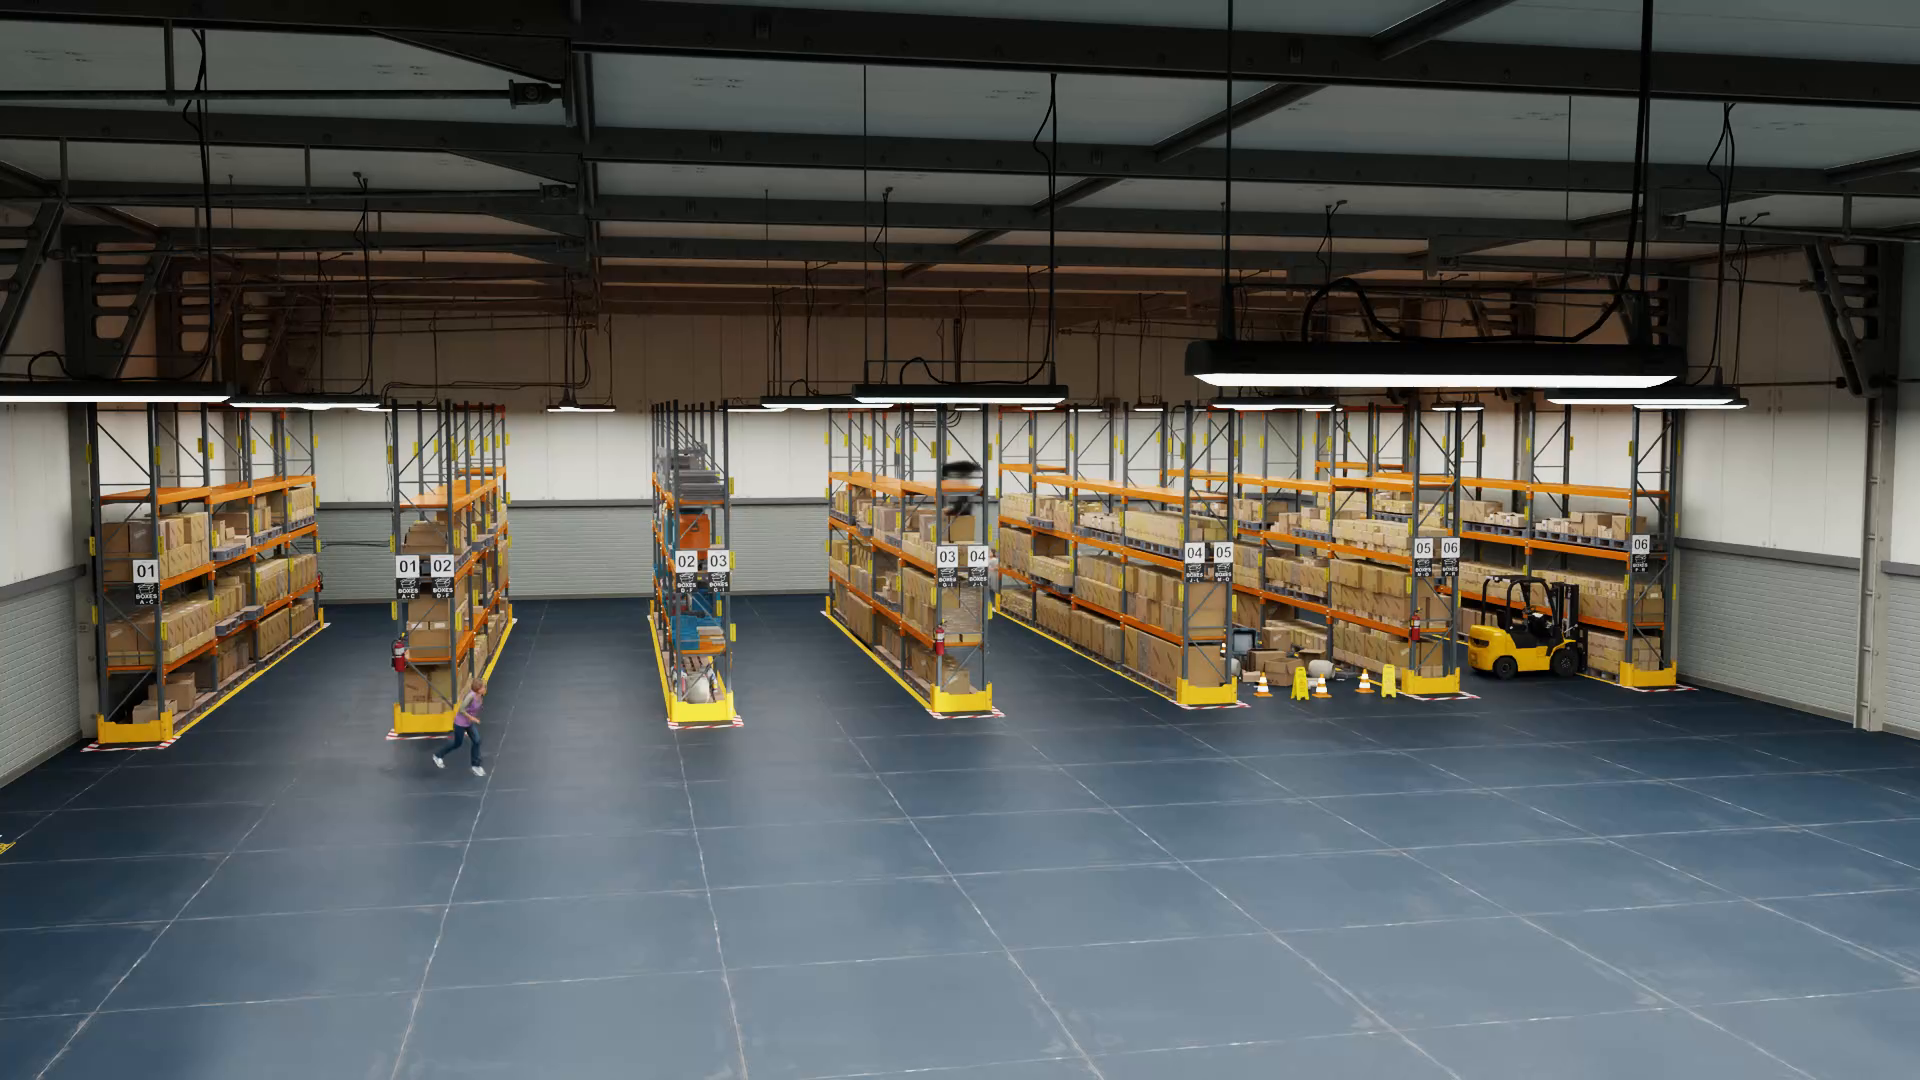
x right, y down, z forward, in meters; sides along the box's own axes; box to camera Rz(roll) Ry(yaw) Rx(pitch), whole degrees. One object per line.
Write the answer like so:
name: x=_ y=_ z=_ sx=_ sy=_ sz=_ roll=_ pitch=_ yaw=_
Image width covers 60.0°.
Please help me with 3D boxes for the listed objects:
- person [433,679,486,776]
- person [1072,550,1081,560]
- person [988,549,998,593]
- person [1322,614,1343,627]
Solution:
person: x=-7.981 y=2.980 z=26.512 sx=0.917 sy=1.549 sz=0.570 roll=1 pitch=4 yaw=8
person: x=3.456 y=1.165 z=49.056 sx=0.612 sy=1.736 sz=0.679 roll=1 pitch=5 yaw=18
person: x=0.940 y=1.113 z=50.013 sx=0.559 sy=1.712 sz=0.835 roll=3 pitch=6 yaw=39
person: x=9.898 y=1.606 z=44.186 sx=0.532 sy=1.570 sz=0.904 roll=-2 pitch=5 yaw=-30
